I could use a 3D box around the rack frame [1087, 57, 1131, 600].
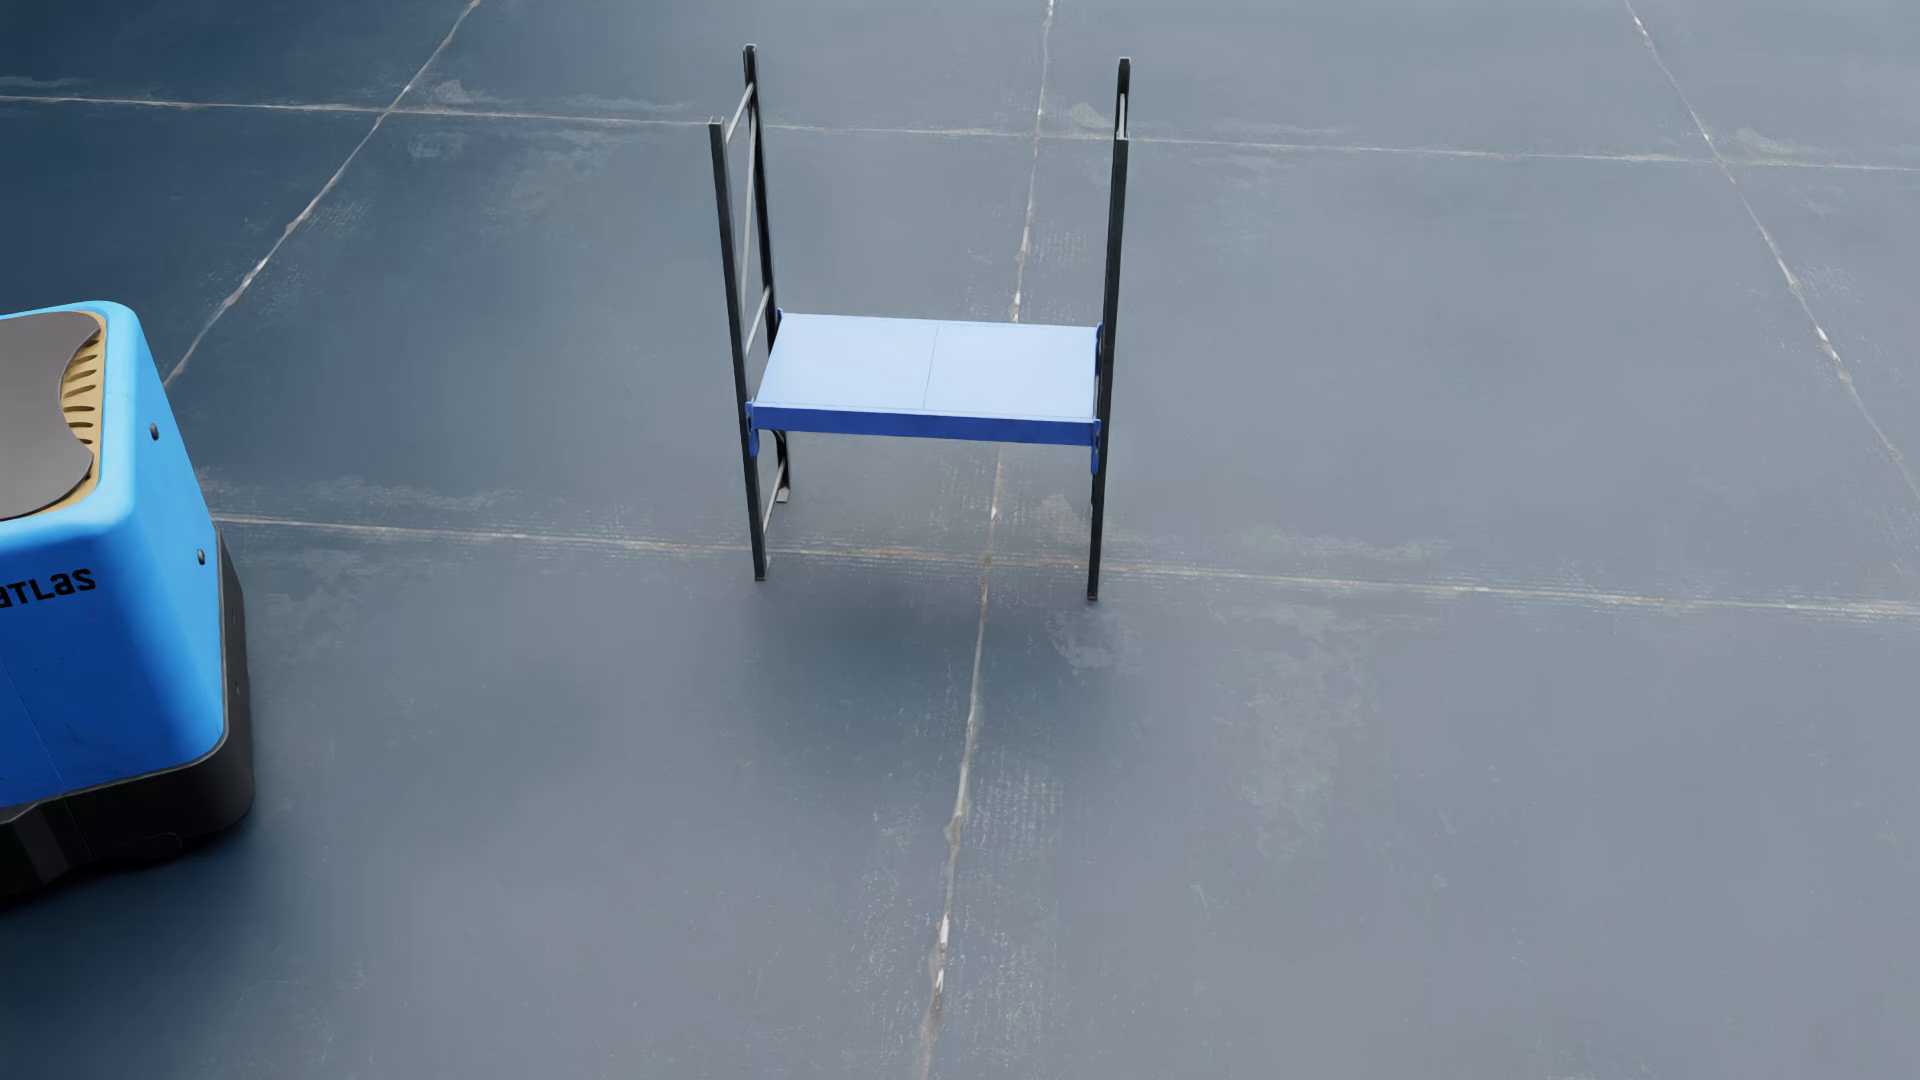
[{"bbox_3d":[0.421,-0.559,4.748,0.032,1.500,0.500,3,39,4],"label":"rack frame"}]

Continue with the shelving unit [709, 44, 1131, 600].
[{"bbox_3d":[-0.085,-0.586,4.782,1.048,1.500,0.538,3,39,4],"label":"shelving unit"}]

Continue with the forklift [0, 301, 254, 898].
[{"bbox_3d":[-3.402,-0.337,3.343,3.031,2.935,1.130,-13,41,-16],"label":"forklift"}]

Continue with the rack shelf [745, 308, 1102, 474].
[{"bbox_3d":[-0.085,-0.447,4.896,1.000,0.185,0.538,3,39,4],"label":"rack shelf"}]

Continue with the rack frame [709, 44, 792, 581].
[{"bbox_3d":[-0.591,-0.614,4.816,0.032,1.500,0.500,3,39,4],"label":"rack frame"}]
